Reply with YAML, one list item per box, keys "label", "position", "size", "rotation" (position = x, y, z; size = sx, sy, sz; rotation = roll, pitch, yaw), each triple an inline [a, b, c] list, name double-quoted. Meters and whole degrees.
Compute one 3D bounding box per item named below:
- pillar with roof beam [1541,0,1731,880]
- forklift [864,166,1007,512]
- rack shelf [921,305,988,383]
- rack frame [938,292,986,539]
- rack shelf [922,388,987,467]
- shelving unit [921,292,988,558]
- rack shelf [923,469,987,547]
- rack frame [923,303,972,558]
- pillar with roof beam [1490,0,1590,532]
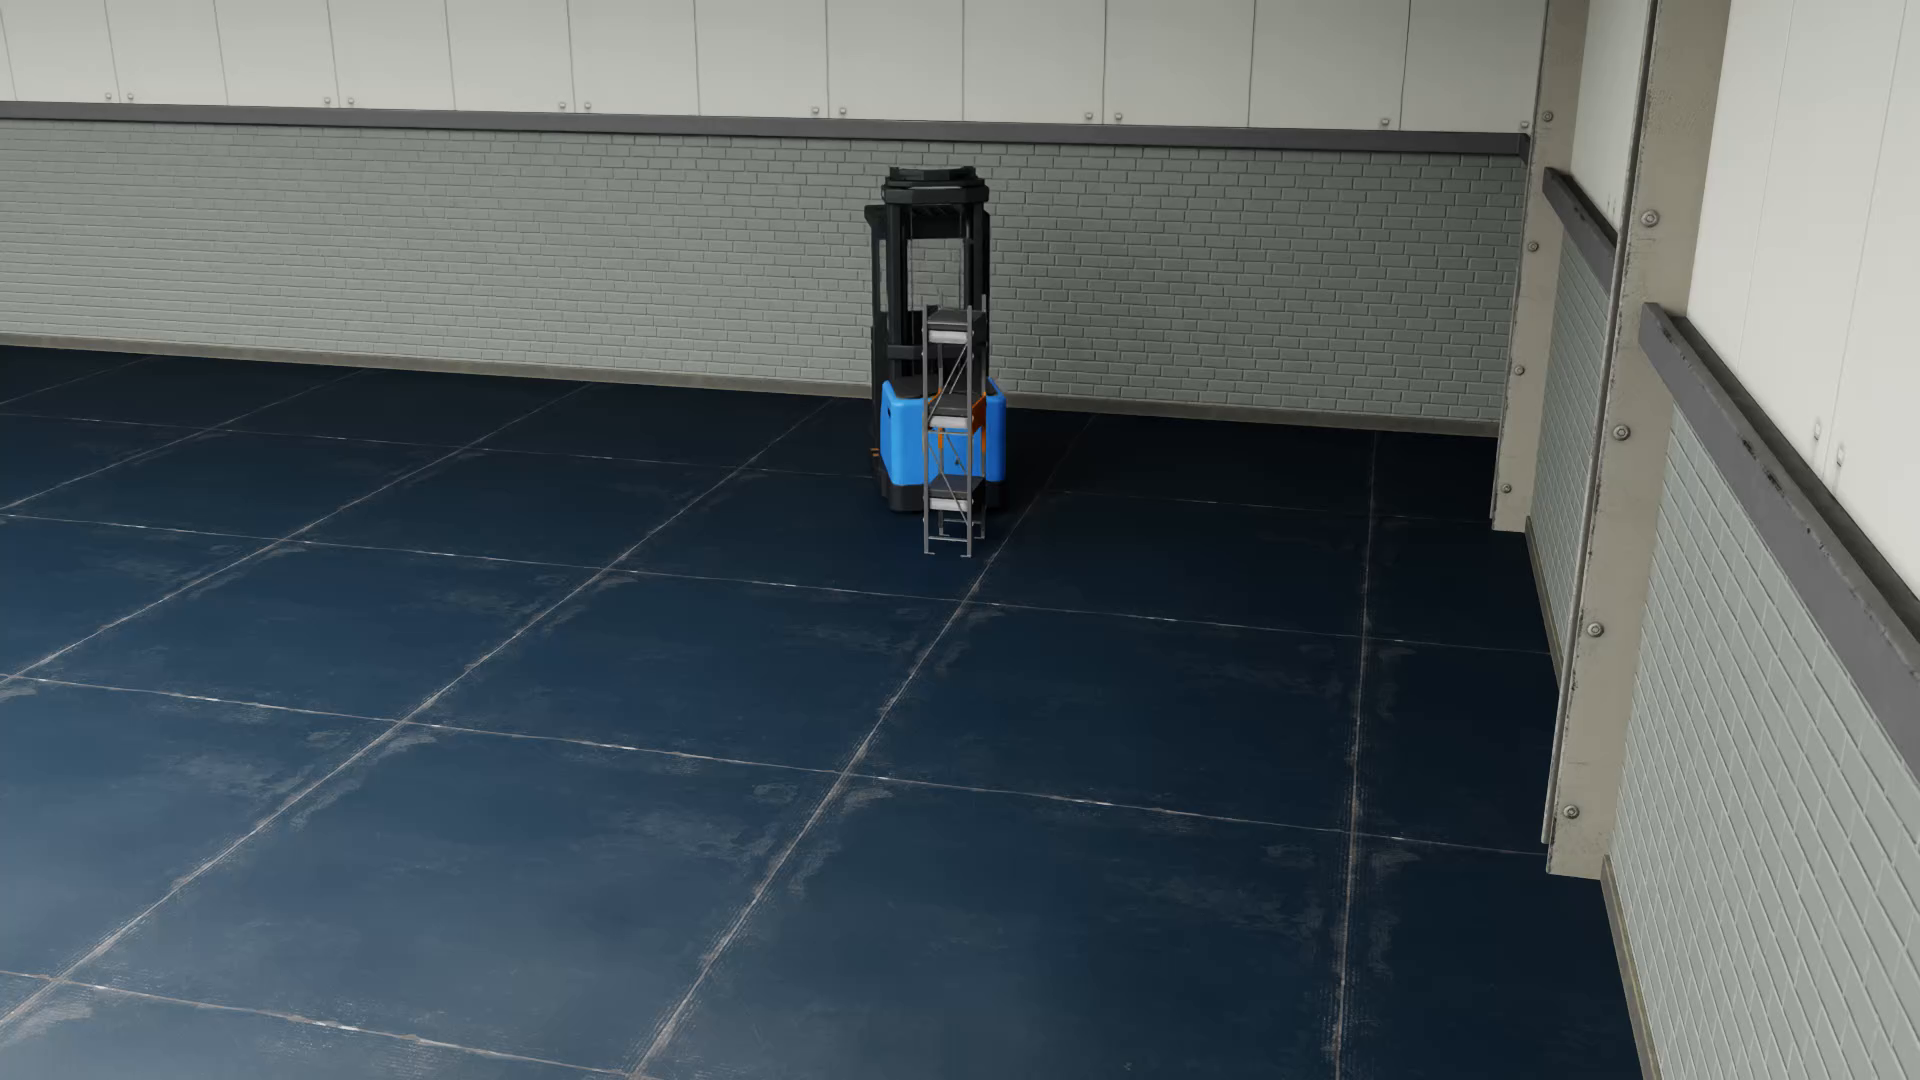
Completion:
- label: "pillar with roof beam"
  position: [-0.821, -2.856, 8.627]
  size: [9.100, 9.000, 0.400]
  rotation: [5, 19, 13]
- label: "forklift"
  position: [-0.306, -2.074, 15.725]
  size: [1.130, 2.935, 3.031]
  rotation: [-3, 19, -8]
- label: "rack shelf"
  position: [-0.040, -1.591, 13.474]
  size: [0.431, 0.518, 0.480]
  rotation: [5, 19, 13]
- label: "rack frame"
  position: [0.019, -1.018, 13.920]
  size: [0.400, 2.100, 0.015]
  rotation: [5, 19, 13]
- label: "rack shelf"
  position: [-0.040, -0.929, 13.701]
  size: [0.431, 0.518, 0.480]
  rotation: [5, 19, 13]
- label: "shelving unit"
  position: [-0.040, -0.942, 13.696]
  size: [0.431, 2.100, 0.503]
  rotation: [5, 19, 13]
- label: "rack shelf"
  position: [-0.040, -0.266, 13.927]
  size: [0.431, 0.518, 0.480]
  rotation: [5, 19, 13]
- label: "rack frame"
  position: [-0.100, -0.865, 13.472]
  size: [0.400, 2.100, 0.015]
  rotation: [5, 19, 13]
- label: "pillar with roof beam"
  position: [0.645, -4.737, 14.133]
  size: [9.100, 9.000, 0.400]
  rotation: [5, 19, 13]
